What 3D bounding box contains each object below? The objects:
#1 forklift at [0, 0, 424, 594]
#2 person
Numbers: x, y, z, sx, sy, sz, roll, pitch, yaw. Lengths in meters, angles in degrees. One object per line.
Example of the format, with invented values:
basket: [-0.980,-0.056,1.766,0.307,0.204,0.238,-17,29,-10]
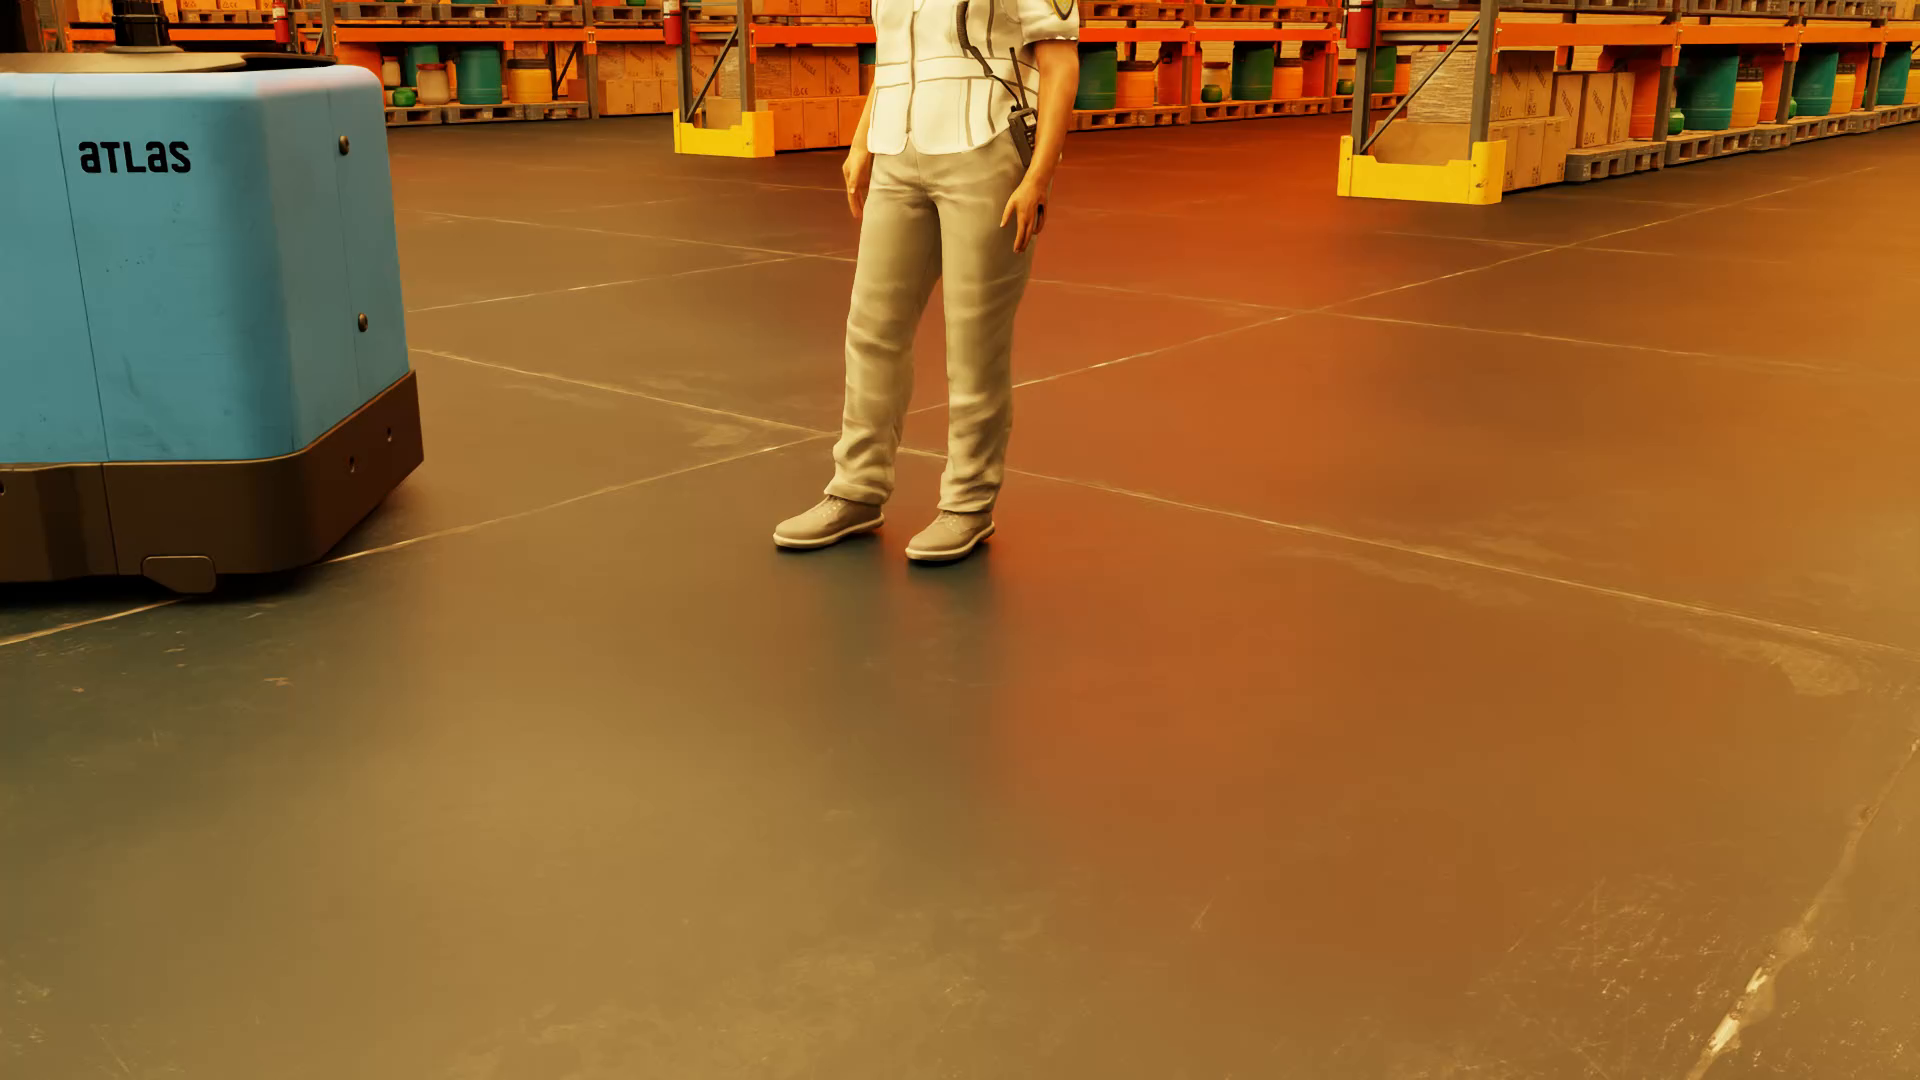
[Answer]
forklift: [-2.905,-1.396,3.494,3.031,2.935,1.130,-1,17,-3]
person: [-0.067,-0.791,3.655,0.598,1.670,0.529,13,21,37]
